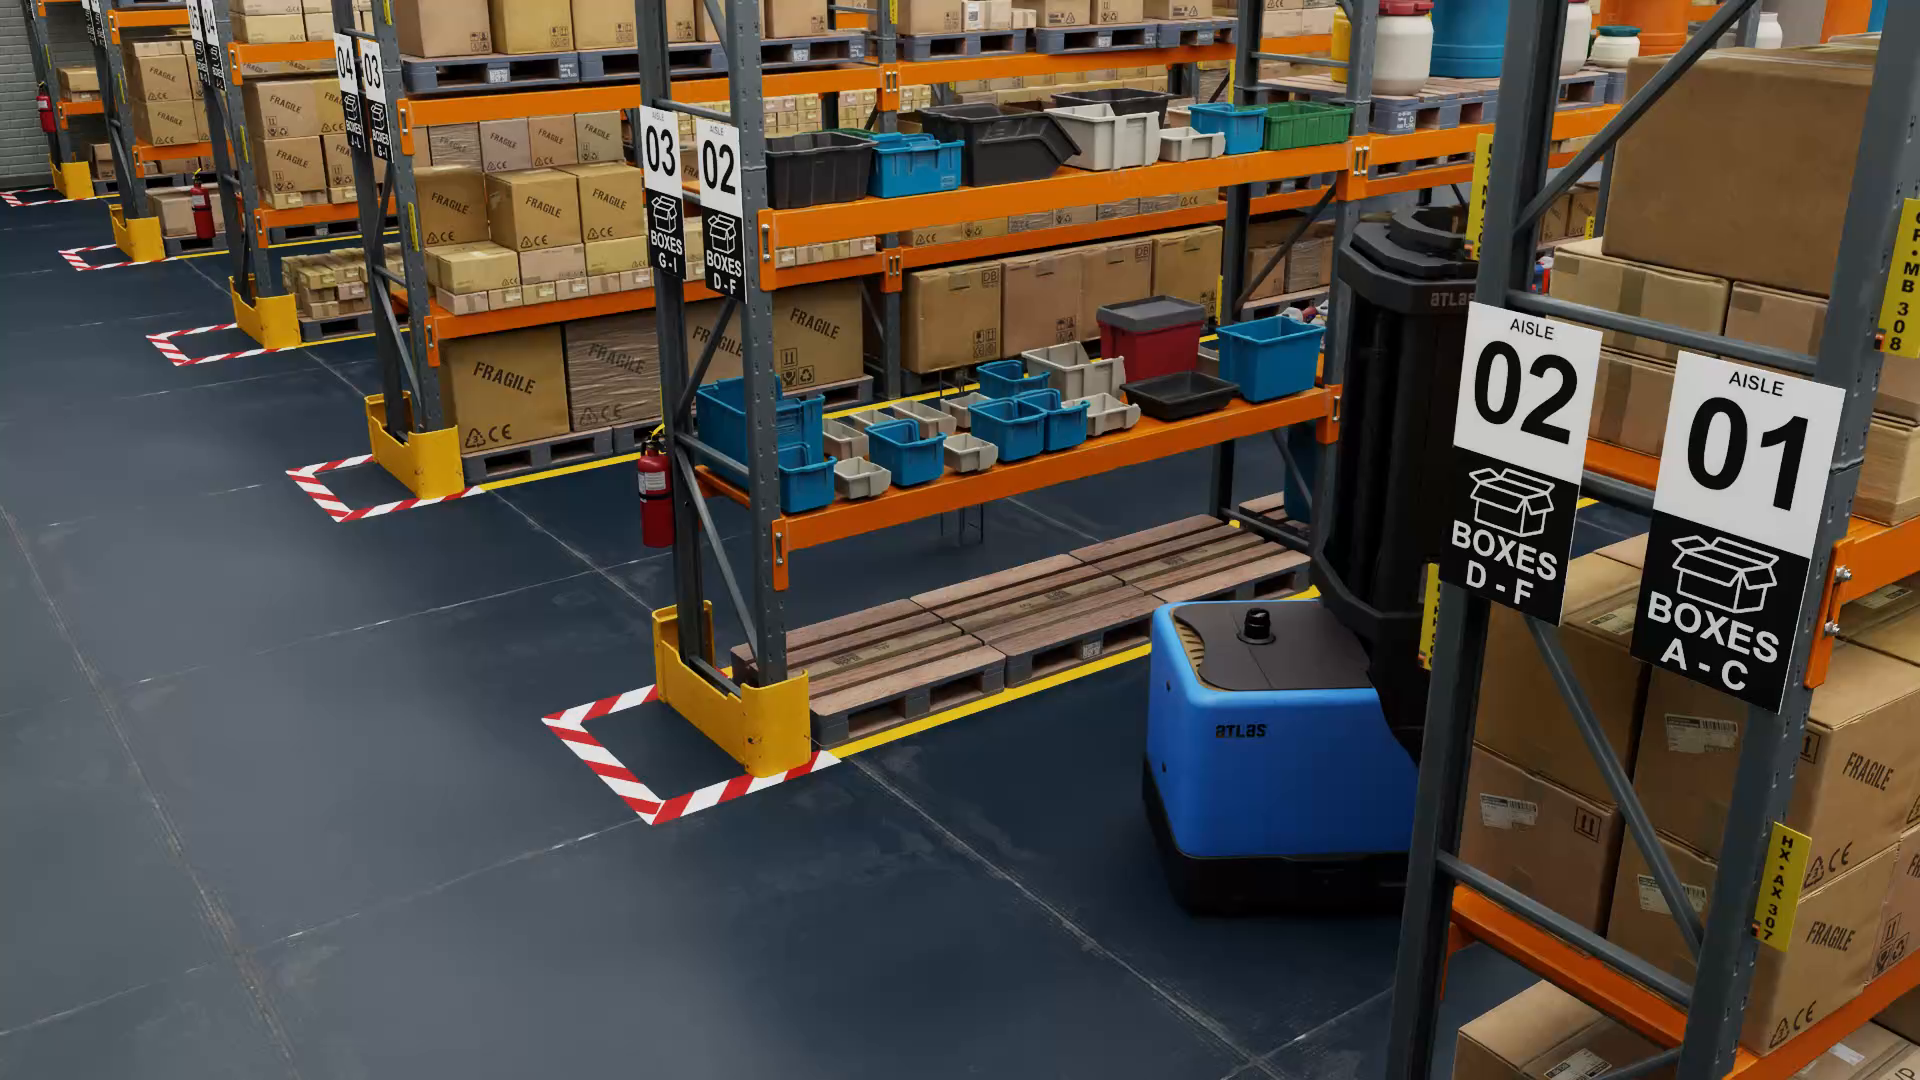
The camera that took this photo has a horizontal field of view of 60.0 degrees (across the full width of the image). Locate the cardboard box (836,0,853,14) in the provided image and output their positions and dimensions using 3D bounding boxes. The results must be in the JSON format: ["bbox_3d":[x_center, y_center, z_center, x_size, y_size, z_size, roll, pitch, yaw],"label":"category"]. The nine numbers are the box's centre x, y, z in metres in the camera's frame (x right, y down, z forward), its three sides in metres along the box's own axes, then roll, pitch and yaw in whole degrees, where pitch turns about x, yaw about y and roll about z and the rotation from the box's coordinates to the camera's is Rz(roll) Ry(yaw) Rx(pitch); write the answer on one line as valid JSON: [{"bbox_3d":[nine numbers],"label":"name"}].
[{"bbox_3d":[-1.543,-6.161,18.606,0.500,0.500,0.500,-15,26,-33],"label":"cardboard box"}]

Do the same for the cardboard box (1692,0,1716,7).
[{"bbox_3d":[8.644,-6.500,19.795,0.500,0.250,0.500,-14,26,-32],"label":"cardboard box"}]

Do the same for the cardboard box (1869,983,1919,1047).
[{"bbox_3d":[3.406,1.584,6.154,0.637,0.503,0.797,-15,26,-33],"label":"cardboard box"}]

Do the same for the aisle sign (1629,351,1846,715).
[{"bbox_3d":[1.798,-0.018,3.886,0.004,0.787,0.394,-15,26,-33],"label":"aisle sign"}]

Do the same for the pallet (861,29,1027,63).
[{"bbox_3d":[-0.139,-4.278,14.281,1.217,0.209,0.805,-16,27,-35],"label":"pallet"}]

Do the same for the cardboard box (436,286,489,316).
[{"bbox_3d":[-3.620,-1.755,12.087,0.250,0.149,0.380,-15,26,-32],"label":"cardboard box"}]

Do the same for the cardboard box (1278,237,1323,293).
[{"bbox_3d":[3.368,-2.944,17.507,0.500,0.500,0.700,-18,28,-37],"label":"cardboard box"}]

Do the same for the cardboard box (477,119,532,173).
[{"bbox_3d":[-4.723,-4.050,16.962,0.500,0.500,0.500,-15,26,-33],"label":"cardboard box"}]

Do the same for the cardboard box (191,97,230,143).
[{"bbox_3d":[-8.937,-5.058,19.889,0.500,0.500,0.500,-15,26,-34],"label":"cardboard box"}]

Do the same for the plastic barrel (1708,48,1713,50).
[{"bbox_3d":[5.456,-3.526,12.348,0.294,0.245,0.294,0,22,0],"label":"plastic barrel"}]

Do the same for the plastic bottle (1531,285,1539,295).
[{"bbox_3d":[3.867,-1.559,11.323,0.185,0.351,0.144,-15,26,-33],"label":"plastic bottle"}]

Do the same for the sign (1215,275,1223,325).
[{"bbox_3d":[1.719,-1.565,10.897,0.005,0.325,0.100,-15,26,-33],"label":"sign"}]

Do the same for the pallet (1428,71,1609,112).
[{"bbox_3d":[3.537,-3.021,11.128,1.213,0.211,1.003,-15,26,-33],"label":"pallet"}]

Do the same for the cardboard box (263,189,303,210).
[{"bbox_3d":[-6.461,-3.263,15.866,0.250,0.149,0.380,-15,26,-33],"label":"cardboard box"}]

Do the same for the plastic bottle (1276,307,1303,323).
[{"bbox_3d":[2.170,-1.395,11.013,0.135,0.276,0.152,-15,26,-33],"label":"plastic bottle"}]

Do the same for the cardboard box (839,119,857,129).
[{"bbox_3d":[-1.387,-4.753,19.032,0.250,0.149,0.380,-16,27,-35],"label":"cardboard box"}]

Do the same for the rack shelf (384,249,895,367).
[{"bbox_3d":[-2.478,-1.993,13.315,4.000,0.370,1.077,-15,26,-33],"label":"rack shelf"}]

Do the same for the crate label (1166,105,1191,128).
[{"bbox_3d":[1.473,-2.522,9.978,0.466,0.136,0.293,-15,26,-33],"label":"crate label"}]

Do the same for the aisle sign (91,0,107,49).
[{"bbox_3d":[-9.778,-5.981,18.829,0.004,0.787,0.394,-15,26,-33],"label":"aisle sign"}]

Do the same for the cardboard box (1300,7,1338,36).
[{"bbox_3d":[3.340,-5.086,16.249,0.500,0.250,0.500,-14,26,-32],"label":"cardboard box"}]

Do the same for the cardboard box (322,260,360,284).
[{"bbox_3d":[-6.138,-2.663,16.500,0.250,0.149,0.380,-14,26,-32],"label":"cardboard box"}]

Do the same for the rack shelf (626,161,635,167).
[{"bbox_3d":[-2.045,-4.373,19.279,4.000,0.370,1.077,-15,26,-33],"label":"rack shelf"}]

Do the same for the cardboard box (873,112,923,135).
[{"bbox_3d":[-0.340,-3.413,14.415,0.637,0.503,0.797,-16,27,-34],"label":"cardboard box"}]

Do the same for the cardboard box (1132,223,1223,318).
[{"bbox_3d":[1.821,-2.691,16.394,0.875,0.875,1.225,-16,27,-35],"label":"cardboard box"}]

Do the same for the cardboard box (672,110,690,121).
[{"bbox_3d":[-3.080,-4.576,17.786,0.250,0.149,0.380,-13,25,-30],"label":"cardboard box"}]

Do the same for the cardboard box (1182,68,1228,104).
[{"bbox_3d":[3.118,-6.159,22.582,0.550,0.550,0.875,-15,26,-33],"label":"cardboard box"}]

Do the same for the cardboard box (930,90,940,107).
[{"bbox_3d":[-0.213,-5.365,20.659,0.500,0.500,0.500,-15,26,-33],"label":"cardboard box"}]

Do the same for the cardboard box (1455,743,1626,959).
[{"bbox_3d":[1.886,0.861,5.056,0.500,0.500,0.500,-14,26,-31],"label":"cardboard box"}]

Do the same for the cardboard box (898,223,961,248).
[{"bbox_3d":[-0.335,-2.831,14.309,0.500,0.500,0.500,-15,26,-33],"label":"cardboard box"}]

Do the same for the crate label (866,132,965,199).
[{"bbox_3d":[-0.271,-1.831,8.091,0.502,0.251,0.408,-15,26,-33],"label":"crate label"}]

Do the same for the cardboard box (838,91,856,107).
[{"bbox_3d":[-1.383,-5.031,18.927,0.250,0.149,0.380,-15,26,-33],"label":"cardboard box"}]

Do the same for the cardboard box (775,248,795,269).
[{"bbox_3d":[-1.536,-2.312,13.482,0.250,0.149,0.380,-14,26,-32],"label":"cardboard box"}]

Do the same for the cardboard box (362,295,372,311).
[{"bbox_3d":[-5.941,-2.434,16.728,0.250,0.149,0.380,-15,26,-32],"label":"cardboard box"}]

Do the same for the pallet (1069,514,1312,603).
[{"bbox_3d":[1.464,0.196,10.621,1.213,0.211,1.003,-15,26,-33],"label":"pallet"}]

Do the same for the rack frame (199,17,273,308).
[{"bbox_3d":[-6.916,-3.409,15.891,0.127,3.000,1.000,-15,26,-33],"label":"rack frame"}]

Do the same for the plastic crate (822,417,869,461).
[{"bbox_3d":[-0.652,-0.541,8.979,0.243,0.136,0.396,-15,26,-33],"label":"plastic crate"}]

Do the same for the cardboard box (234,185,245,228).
[{"bbox_3d":[-8.673,-4.255,20.902,0.875,0.438,0.875,-14,26,-31],"label":"cardboard box"}]

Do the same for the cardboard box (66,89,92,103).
[{"bbox_3d":[-12.363,-6.240,23.327,0.250,0.149,0.380,-15,26,-33],"label":"cardboard box"}]

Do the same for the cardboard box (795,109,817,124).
[{"bbox_3d":[-1.812,-4.777,18.691,0.250,0.149,0.380,-16,27,-34],"label":"cardboard box"}]

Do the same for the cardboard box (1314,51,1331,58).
[{"bbox_3d":[4.822,-7.147,23.601,0.550,0.550,0.875,-15,26,-33],"label":"cardboard box"}]

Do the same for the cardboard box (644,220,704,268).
[{"bbox_3d":[-2.305,-2.322,12.970,0.500,0.250,0.500,-16,27,-34],"label":"cardboard box"}]

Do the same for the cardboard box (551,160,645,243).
[{"bbox_3d":[-2.731,-2.556,12.544,0.500,0.500,0.500,-16,27,-34],"label":"cardboard box"}]

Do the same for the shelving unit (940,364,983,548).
[{"bbox_3d":[0.012,-0.560,11.182,0.189,1.200,0.258,-15,26,-33],"label":"shelving unit"}]

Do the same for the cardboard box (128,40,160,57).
[{"bbox_3d":[-9.439,-5.682,19.228,0.250,0.149,0.380,-14,26,-32],"label":"cardboard box"}]

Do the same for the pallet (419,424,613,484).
[{"bbox_3d":[-3.498,-0.796,13.106,1.213,0.211,1.003,-15,26,-33],"label":"pallet"}]

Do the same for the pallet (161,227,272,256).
[{"bbox_3d":[-9.285,-3.777,20.578,1.213,0.211,1.003,-15,26,-33],"label":"pallet"}]

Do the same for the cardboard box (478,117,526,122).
[{"bbox_3d":[-4.733,-4.520,16.792,0.500,0.500,0.500,-14,26,-31],"label":"cardboard box"}]

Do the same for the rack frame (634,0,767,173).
[{"bbox_3d":[-1.208,-3.191,7.251,0.127,3.000,1.000,-15,26,-33],"label":"rack frame"}]

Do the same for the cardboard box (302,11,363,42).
[{"bbox_3d":[-5.972,-4.865,15.696,0.500,0.250,0.500,-14,26,-31],"label":"cardboard box"}]

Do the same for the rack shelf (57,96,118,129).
[{"bbox_3d":[-11.167,-6.467,24.527,4.000,0.370,1.077,-15,26,-33],"label":"rack shelf"}]

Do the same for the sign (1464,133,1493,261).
[{"bbox_3d":[1.374,-0.889,4.335,0.005,0.325,0.100,-15,26,-33],"label":"sign"}]

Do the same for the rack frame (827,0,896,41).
[{"bbox_3d":[-0.854,-5.547,13.155,0.127,3.000,1.000,-15,26,-33],"label":"rack frame"}]

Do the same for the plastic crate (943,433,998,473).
[{"bbox_3d":[0.044,-0.456,8.766,0.298,0.136,0.250,-15,26,-33],"label":"plastic crate"}]

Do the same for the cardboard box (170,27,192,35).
[{"bbox_3d":[-11.047,-7.127,23.999,0.500,0.500,0.500,-14,26,-32],"label":"cardboard box"}]

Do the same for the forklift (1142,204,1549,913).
[{"bbox_3d":[2.422,0.070,7.265,3.031,2.935,1.130,-1,22,-3],"label":"forklift"}]

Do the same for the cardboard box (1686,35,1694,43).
[{"bbox_3d":[8.585,-5.813,20.032,0.500,0.500,0.500,-15,26,-33],"label":"cardboard box"}]
